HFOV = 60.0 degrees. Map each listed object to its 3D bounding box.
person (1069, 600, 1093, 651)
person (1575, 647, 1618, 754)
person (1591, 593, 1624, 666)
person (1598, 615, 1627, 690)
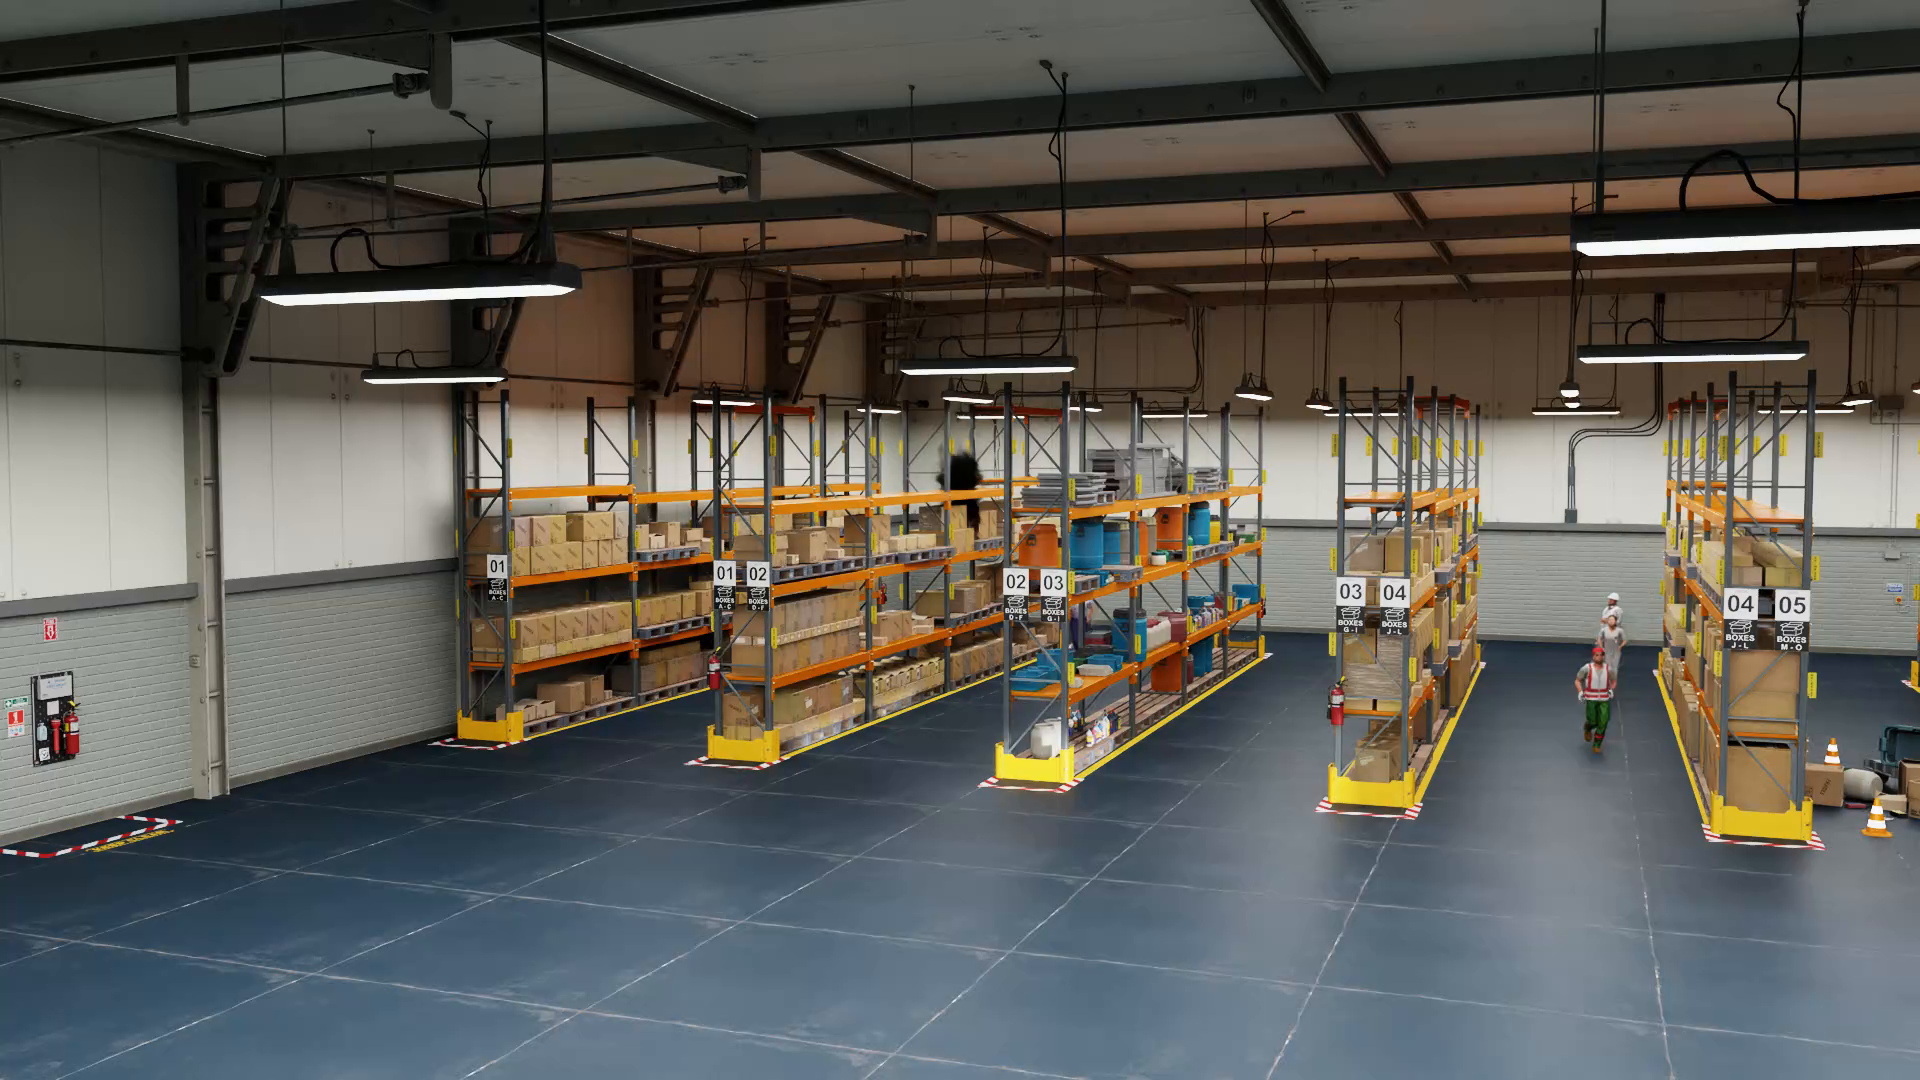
[{"bbox_3d":[2.604,1.925,36.580,0.562,1.744,0.658,1,3,12],"label":"person"},{"bbox_3d":[10.500,2.630,27.402,0.657,1.743,0.605,0,3,9],"label":"person"},{"bbox_3d":[14.605,2.057,37.274,0.900,1.765,0.646,-1,3,-22],"label":"person"},{"bbox_3d":[13.226,2.334,33.722,0.555,1.637,0.581,1,3,20],"label":"person"}]
